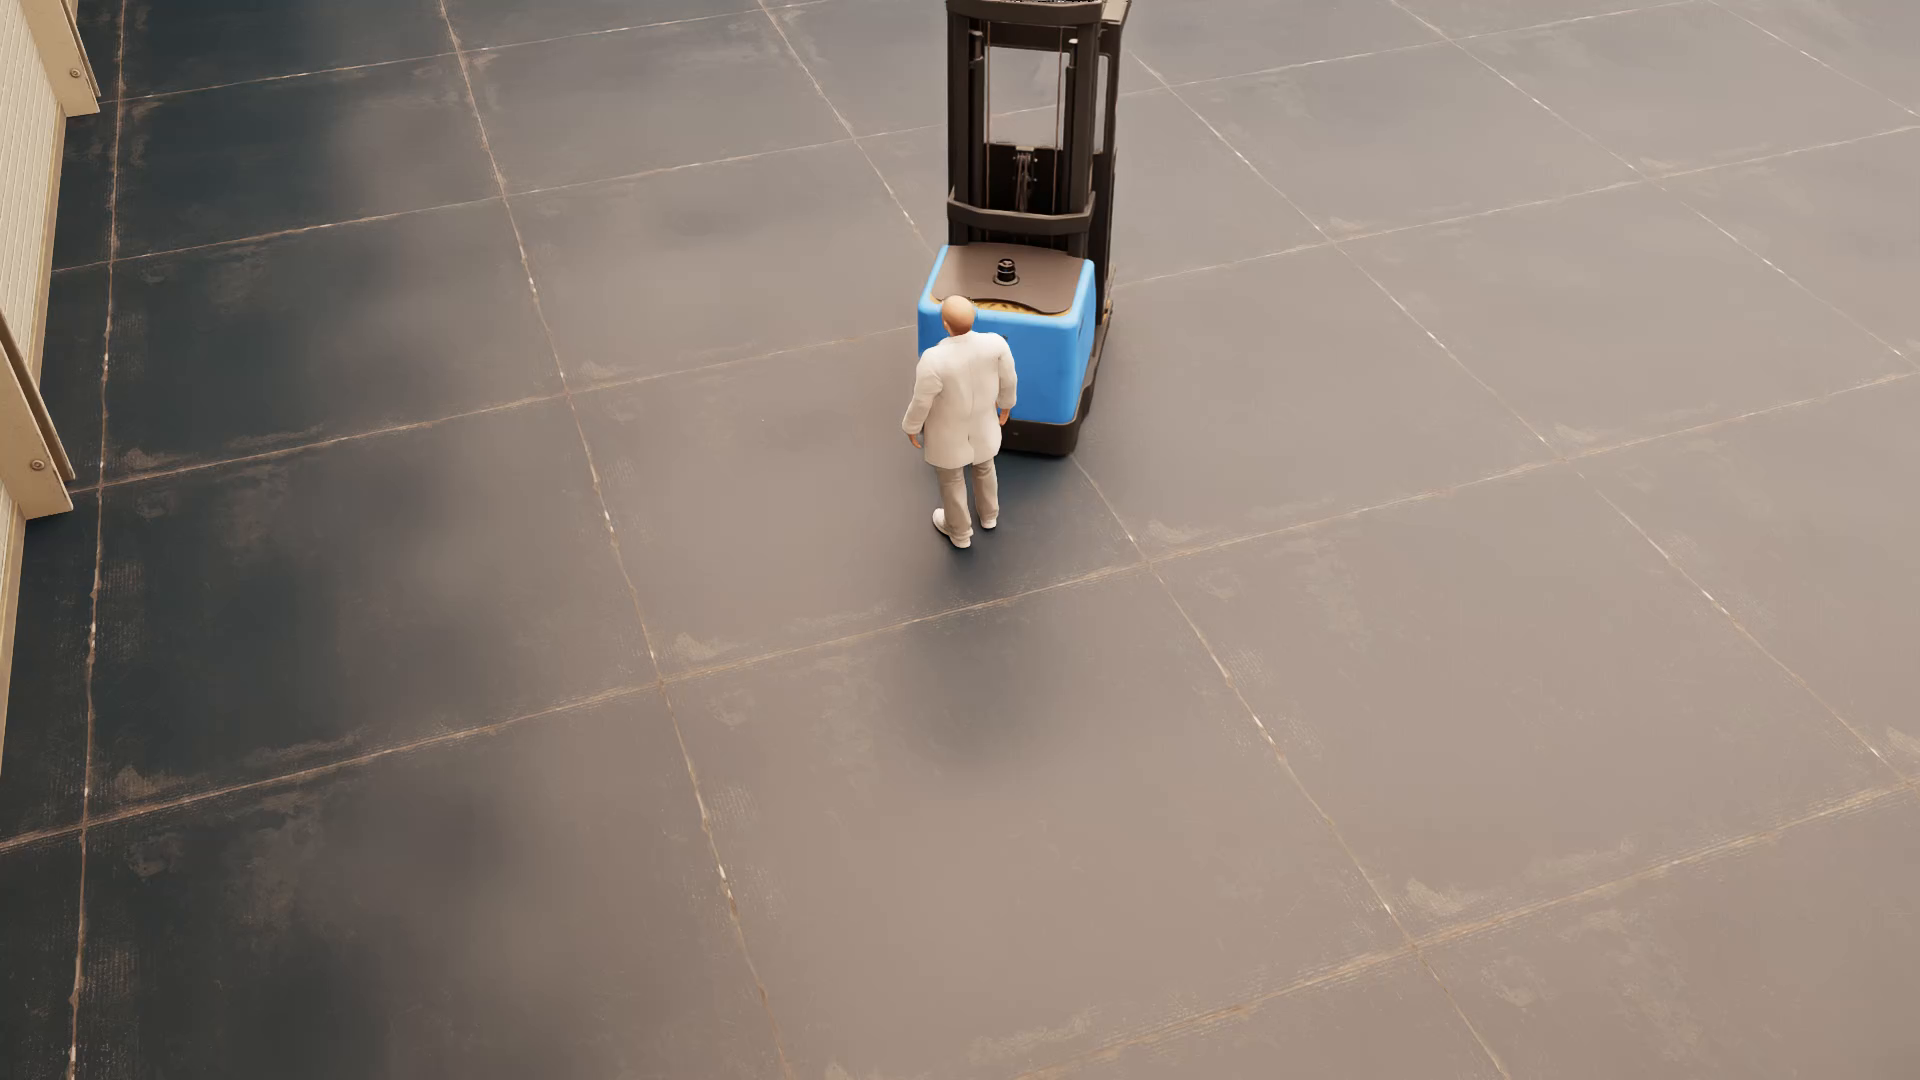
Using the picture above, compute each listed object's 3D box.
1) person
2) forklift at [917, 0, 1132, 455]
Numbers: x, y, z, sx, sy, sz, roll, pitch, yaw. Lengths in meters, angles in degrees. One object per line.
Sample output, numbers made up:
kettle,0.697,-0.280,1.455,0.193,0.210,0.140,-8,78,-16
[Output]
person,-0.028,-0.743,9.766,0.698,1.778,0.578,-13,42,-15
forklift,0.511,-2.630,11.128,1.130,2.935,3.031,7,41,9
